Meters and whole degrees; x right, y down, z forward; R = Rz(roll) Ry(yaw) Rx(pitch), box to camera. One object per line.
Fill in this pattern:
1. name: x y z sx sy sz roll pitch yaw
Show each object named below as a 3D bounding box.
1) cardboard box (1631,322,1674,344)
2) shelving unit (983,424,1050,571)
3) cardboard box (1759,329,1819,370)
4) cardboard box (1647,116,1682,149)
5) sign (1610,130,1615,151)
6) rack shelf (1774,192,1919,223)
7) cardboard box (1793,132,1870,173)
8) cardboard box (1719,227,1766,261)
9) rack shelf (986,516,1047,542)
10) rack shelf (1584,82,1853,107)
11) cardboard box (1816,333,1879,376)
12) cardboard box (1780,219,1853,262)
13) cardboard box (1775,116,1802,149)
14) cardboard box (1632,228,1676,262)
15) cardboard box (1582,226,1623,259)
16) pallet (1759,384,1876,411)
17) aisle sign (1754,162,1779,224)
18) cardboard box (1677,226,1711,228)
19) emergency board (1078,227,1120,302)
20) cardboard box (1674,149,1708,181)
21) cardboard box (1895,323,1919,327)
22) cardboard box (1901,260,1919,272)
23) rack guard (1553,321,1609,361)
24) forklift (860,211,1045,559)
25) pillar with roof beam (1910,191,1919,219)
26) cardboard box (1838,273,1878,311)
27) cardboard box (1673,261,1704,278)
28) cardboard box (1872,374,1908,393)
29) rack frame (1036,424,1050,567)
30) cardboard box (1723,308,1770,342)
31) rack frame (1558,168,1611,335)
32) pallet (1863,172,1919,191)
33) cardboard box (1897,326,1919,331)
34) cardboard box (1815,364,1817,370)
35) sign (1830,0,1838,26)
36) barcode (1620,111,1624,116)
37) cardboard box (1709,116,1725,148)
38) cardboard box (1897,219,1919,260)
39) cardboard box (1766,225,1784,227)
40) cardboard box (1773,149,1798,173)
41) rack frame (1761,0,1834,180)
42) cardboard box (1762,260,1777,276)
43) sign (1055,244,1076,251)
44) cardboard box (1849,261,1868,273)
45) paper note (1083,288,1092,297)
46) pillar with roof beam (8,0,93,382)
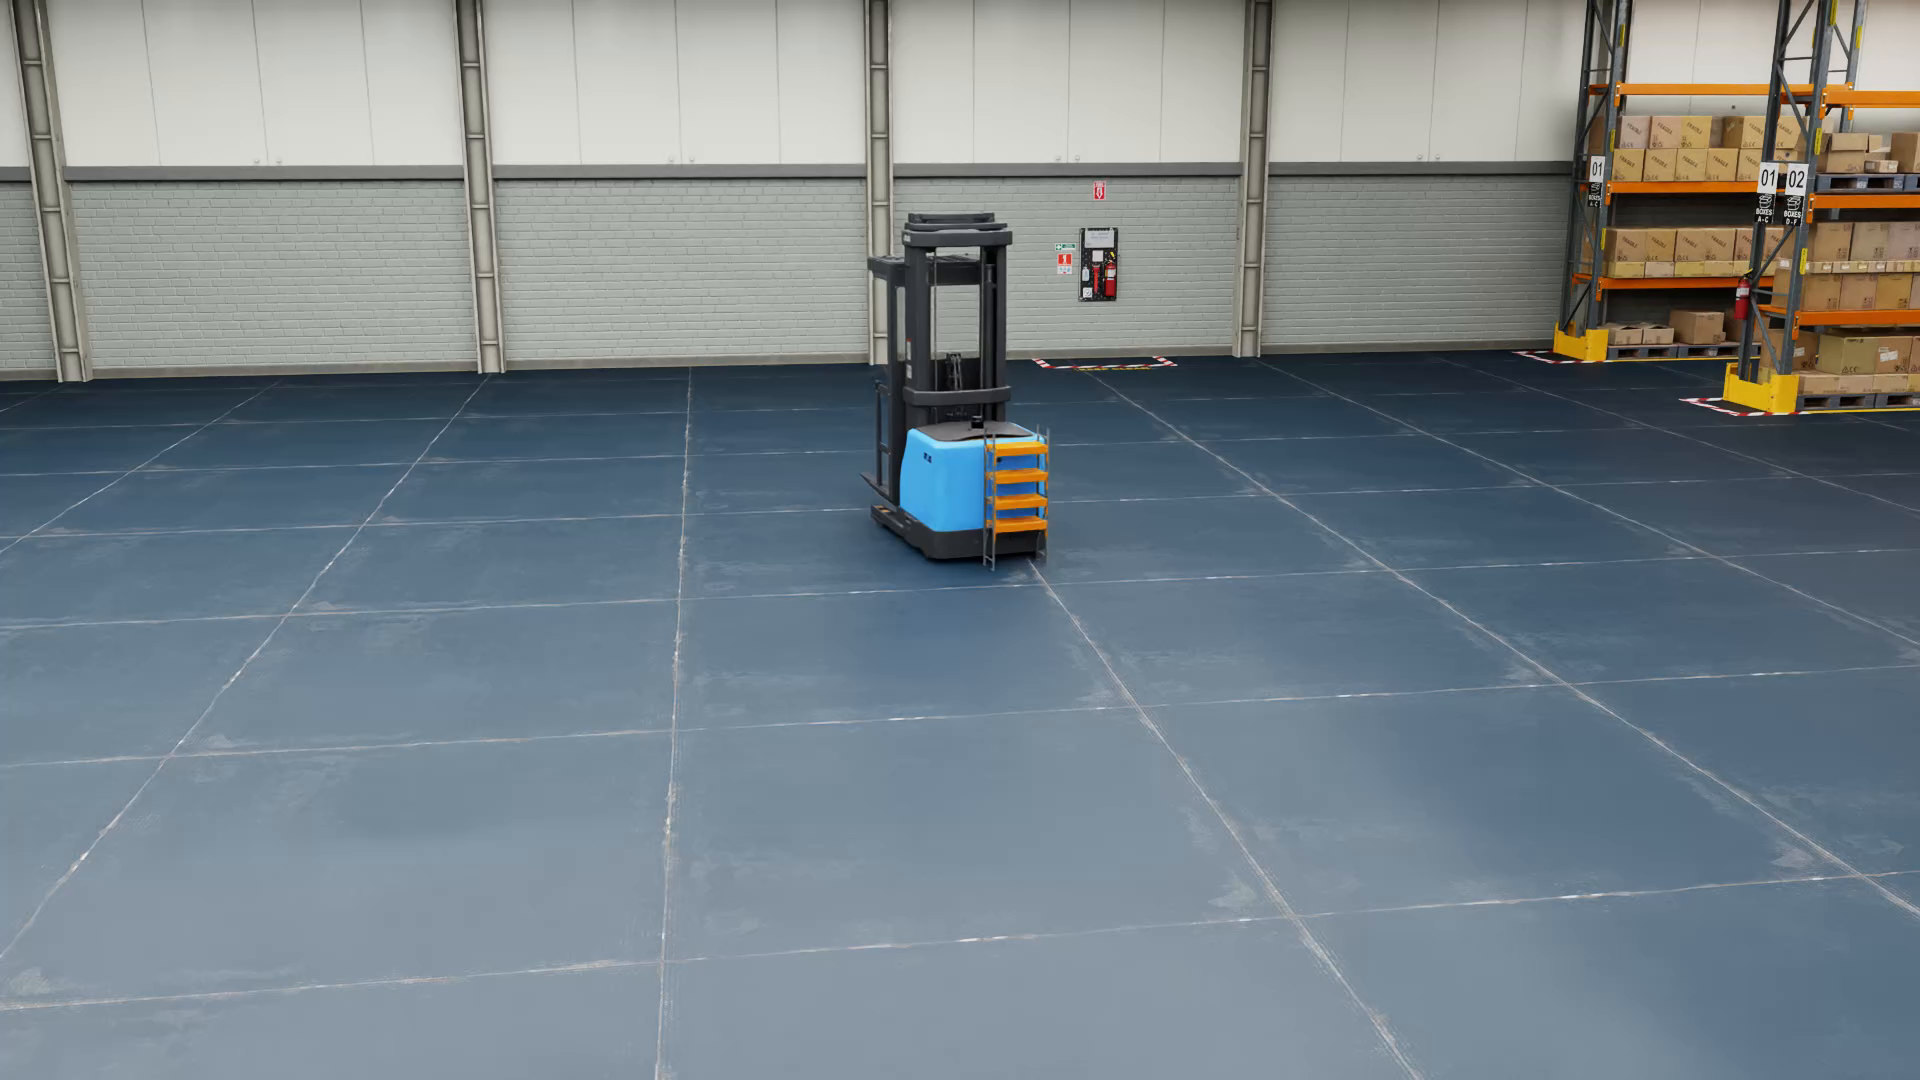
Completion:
1. cardboard box: 11.319 -3.394 27.210 0.500 0.311 0.500 -1 14 -4
2. shelving unit: 0.479 -0.362 14.198 0.503 1.200 0.258 -5 15 -19
3. cardboard box: 11.285 -2.594 22.645 0.500 0.500 0.500 -2 14 -8
4. cardboard box: 10.978 -6.420 26.186 0.500 0.500 0.500 -2 14 -9
5. sign: 10.138 -6.209 25.849 0.005 0.325 0.100 -2 14 -8
6. rack shelf: 12.777 -4.447 22.101 4.000 0.370 1.077 -2 14 -8
7. cardboard box: 11.368 -5.065 21.723 0.637 0.503 0.797 -1 14 -4
8. cardboard box: 12.599 -4.779 26.838 0.500 0.500 0.500 -3 14 -10
9. rack shelf: 0.479 -0.104 14.263 0.480 0.148 0.258 -5 15 -19
10. rack shelf: 12.035 -7.092 26.488 4.000 0.370 1.077 -2 14 -8
11. cardboard box: 11.856 -2.487 22.220 0.500 0.500 0.500 -2 14 -8
12. cardboard box: 11.315 -3.962 21.983 0.500 0.500 0.700 -2 14 -8
13. cardboard box: 13.014 -6.497 26.495 0.500 0.500 0.500 -1 14 -5
14. cardboard box: 11.064 -4.721 26.608 0.500 0.500 0.500 -2 14 -8
15. cardboard box: 10.492 -4.829 27.037 0.500 0.500 0.500 -2 14 -9
16. pallet: 11.549 -1.954 22.580 1.213 0.211 1.003 -2 14 -8
17. aisle sign: 10.690 -4.598 22.046 0.004 0.787 0.394 -2 14 -8
18. cardboard box: 11.999 -4.883 27.252 0.500 0.500 0.500 -2 14 -8
19. emergency board: 2.238 -4.396 26.584 0.643 1.169 0.194 -2 14 -8
20. cardboard box: 11.474 -5.956 26.392 0.500 0.500 0.500 -1 14 -6
21. cardboard box: 15.752 -3.676 27.949 0.500 0.500 0.700 -2 14 -8
22. cardboard box: 12.492 -3.642 22.037 0.250 0.149 0.380 -2 14 -9
23. rack guard: 10.132 -3.251 27.156 0.348 0.500 1.175 -2 14 -8
24. forklift: -0.211 -1.571 15.459 1.130 2.935 3.031 -5 15 -18
25. pillar with roof beam: 17.195 -6.786 23.780 0.400 9.000 9.100 -2 14 -8
26. cardboard box: 11.781 -3.351 22.213 0.500 0.500 0.700 -2 14 -7
27. cardboard box: 11.603 -4.378 26.779 0.500 0.250 0.500 -2 14 -9
28. cardboard box: 12.351 -2.142 22.385 0.500 0.250 0.500 -2 14 -8
29. rack frame: 0.709 -0.382 14.277 0.015 1.200 0.240 -5 15 -19
30. cardboard box: 12.992 -3.559 27.481 0.500 0.500 0.500 -3 14 -13
31. rack frame: 10.057 -4.460 26.841 0.127 3.000 1.000 -2 14 -8
32. pallet: 12.711 -4.745 21.993 1.213 0.211 1.003 -2 14 -8
33. cardboard box: 13.260 -2.670 22.949 0.500 0.500 0.500 -2 14 -8
34. cardboard box: 11.778 -2.250 22.818 0.500 0.250 0.500 -2 14 -8
35. sign: 10.875 -6.575 20.694 0.005 0.325 0.100 -2 14 -8
36. barcode: 10.685 -6.886 26.851 0.075 0.075 0.001 -2 14 -8
37. cardboard box: 11.972 -6.588 26.857 0.500 0.500 0.500 -2 14 -8
38. cardboard box: 12.828 -4.019 22.210 0.500 0.500 0.700 -2 14 -8
39. cardboard box: 13.517 -4.939 27.476 0.500 0.500 0.500 -2 14 -10
40. cardboard box: 13.048 -6.025 26.668 0.500 0.500 0.500 -3 14 -13
41. rack frame: 10.799 -6.179 21.360 0.127 3.000 1.000 -2 14 -8
42. cardboard box: 13.095 -4.436 27.011 0.500 0.250 0.500 -2 14 -8
43. sign: 1.682 -4.673 26.526 0.331 0.109 0.001 -2 14 -8
44. cardboard box: 11.727 -3.613 21.924 0.250 0.149 0.380 -2 14 -8
45. paper note: 2.053 -3.979 26.732 0.142 0.148 0.016 -2 14 -8
46. pillar with roof beam: -12.470 -5.698 19.444 0.400 9.000 9.100 -2 14 -8
